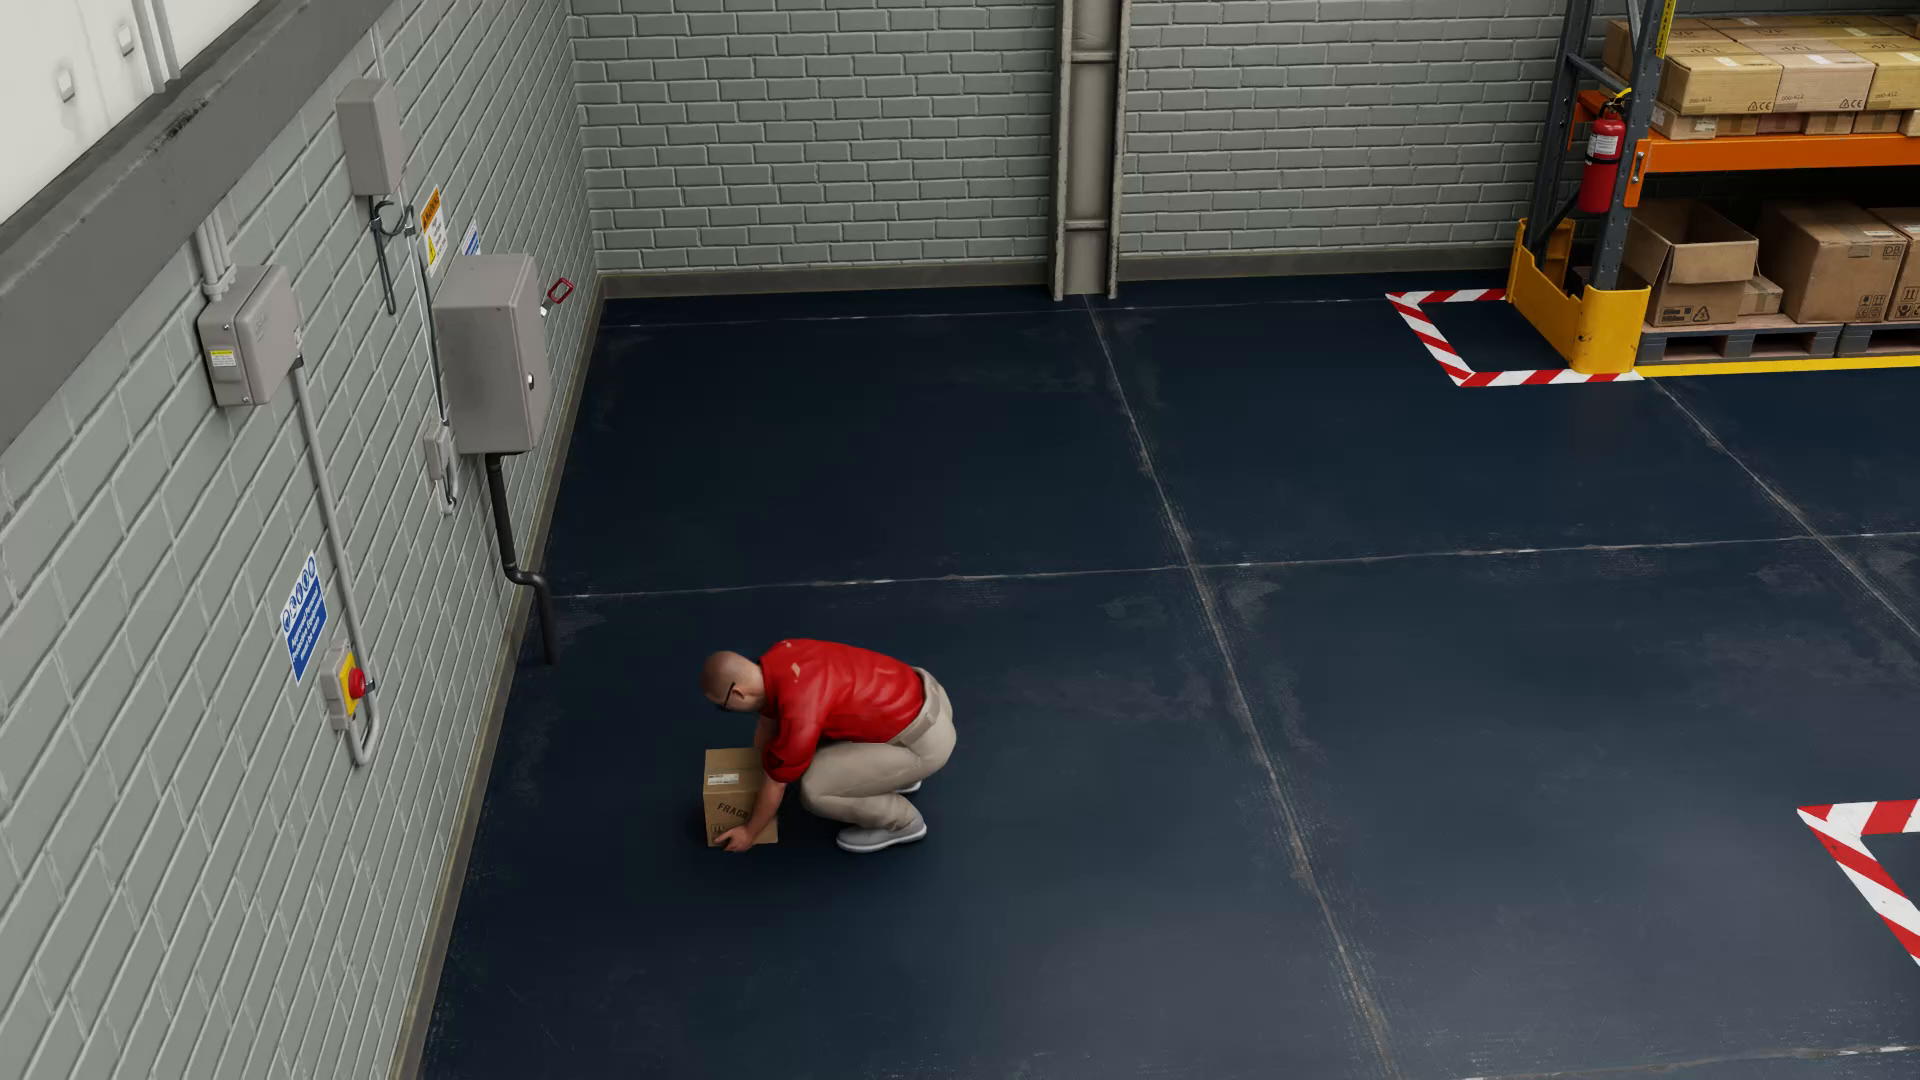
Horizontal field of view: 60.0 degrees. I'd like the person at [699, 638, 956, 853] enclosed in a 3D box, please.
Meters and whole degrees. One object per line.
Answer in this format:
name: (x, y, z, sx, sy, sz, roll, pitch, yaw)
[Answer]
person: (-0.458, 0.708, 5.933, 0.883, 0.852, 0.545, -3, 31, -5)
